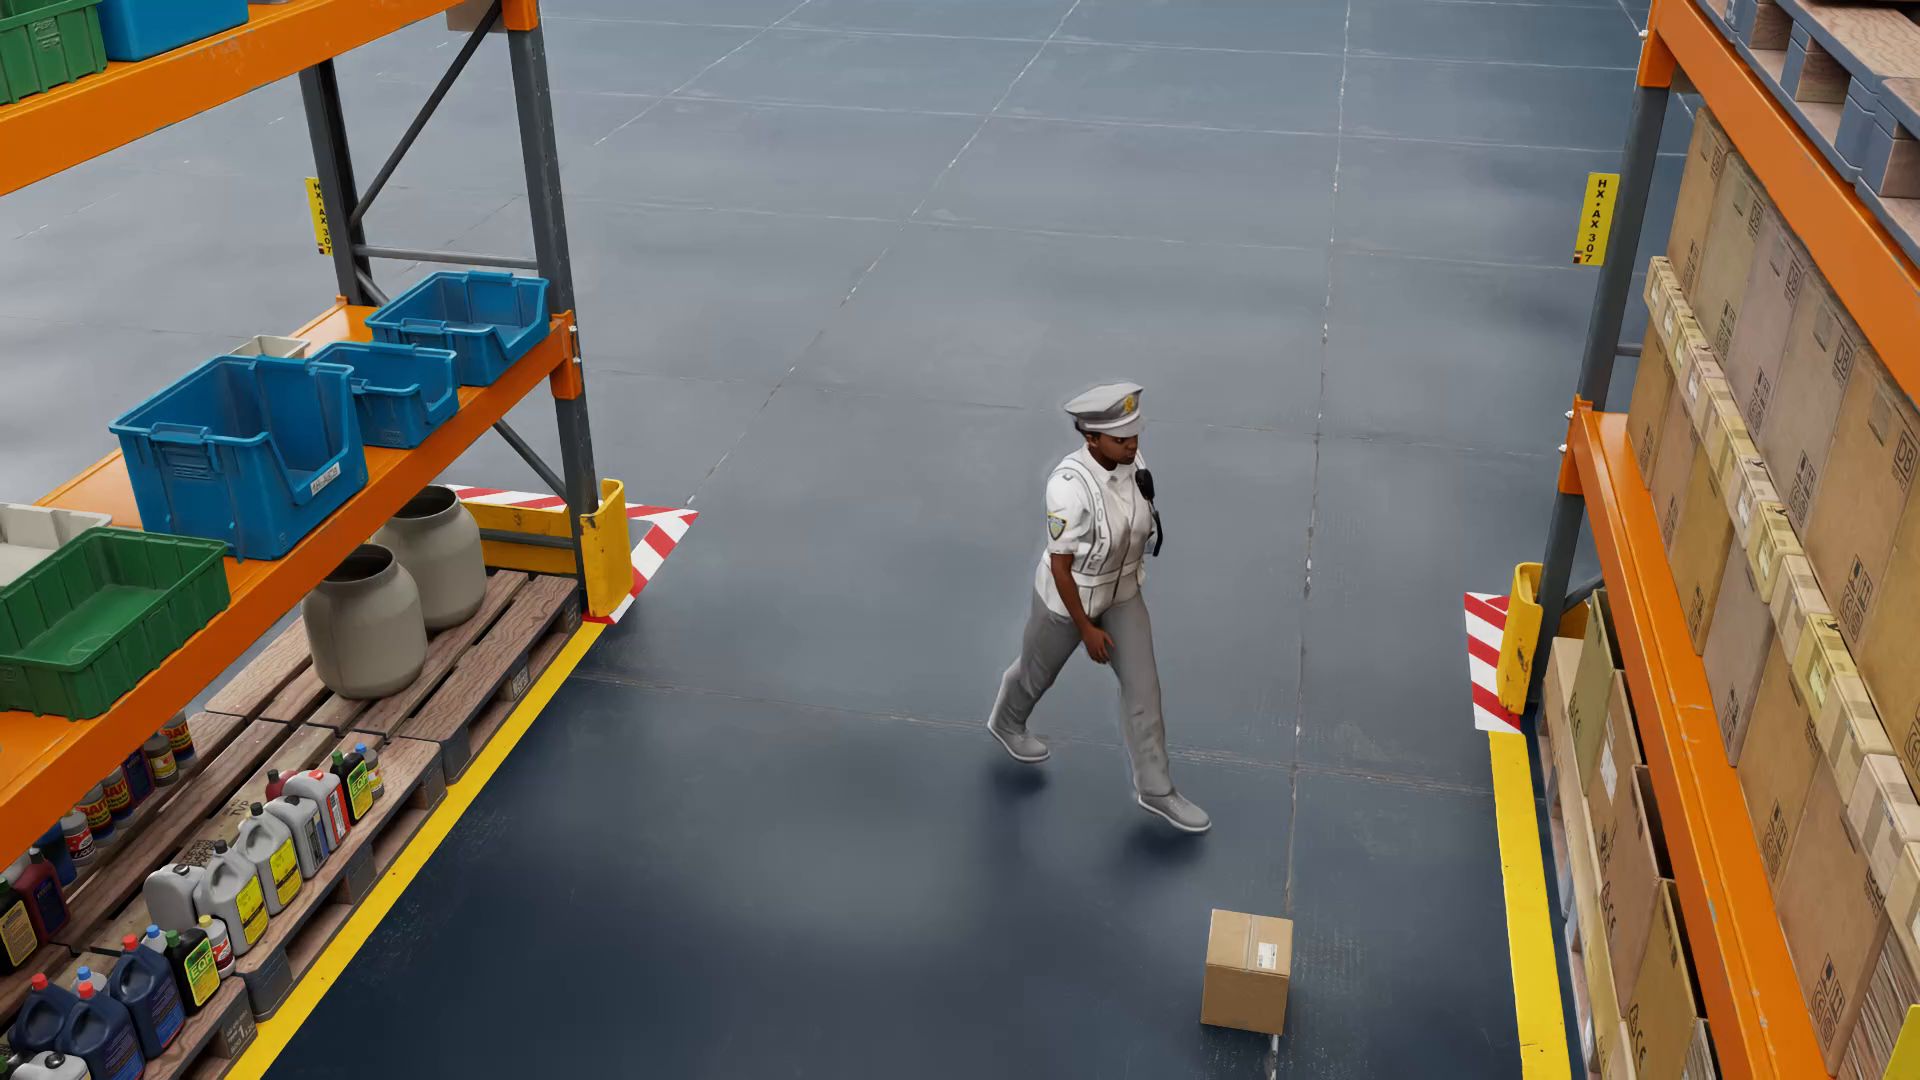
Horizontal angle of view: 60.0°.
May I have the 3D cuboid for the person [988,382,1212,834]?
[{"bbox_3d":[0.469,0.194,5.724,0.447,1.622,0.963,-21,35,-33],"label":"person"}]
